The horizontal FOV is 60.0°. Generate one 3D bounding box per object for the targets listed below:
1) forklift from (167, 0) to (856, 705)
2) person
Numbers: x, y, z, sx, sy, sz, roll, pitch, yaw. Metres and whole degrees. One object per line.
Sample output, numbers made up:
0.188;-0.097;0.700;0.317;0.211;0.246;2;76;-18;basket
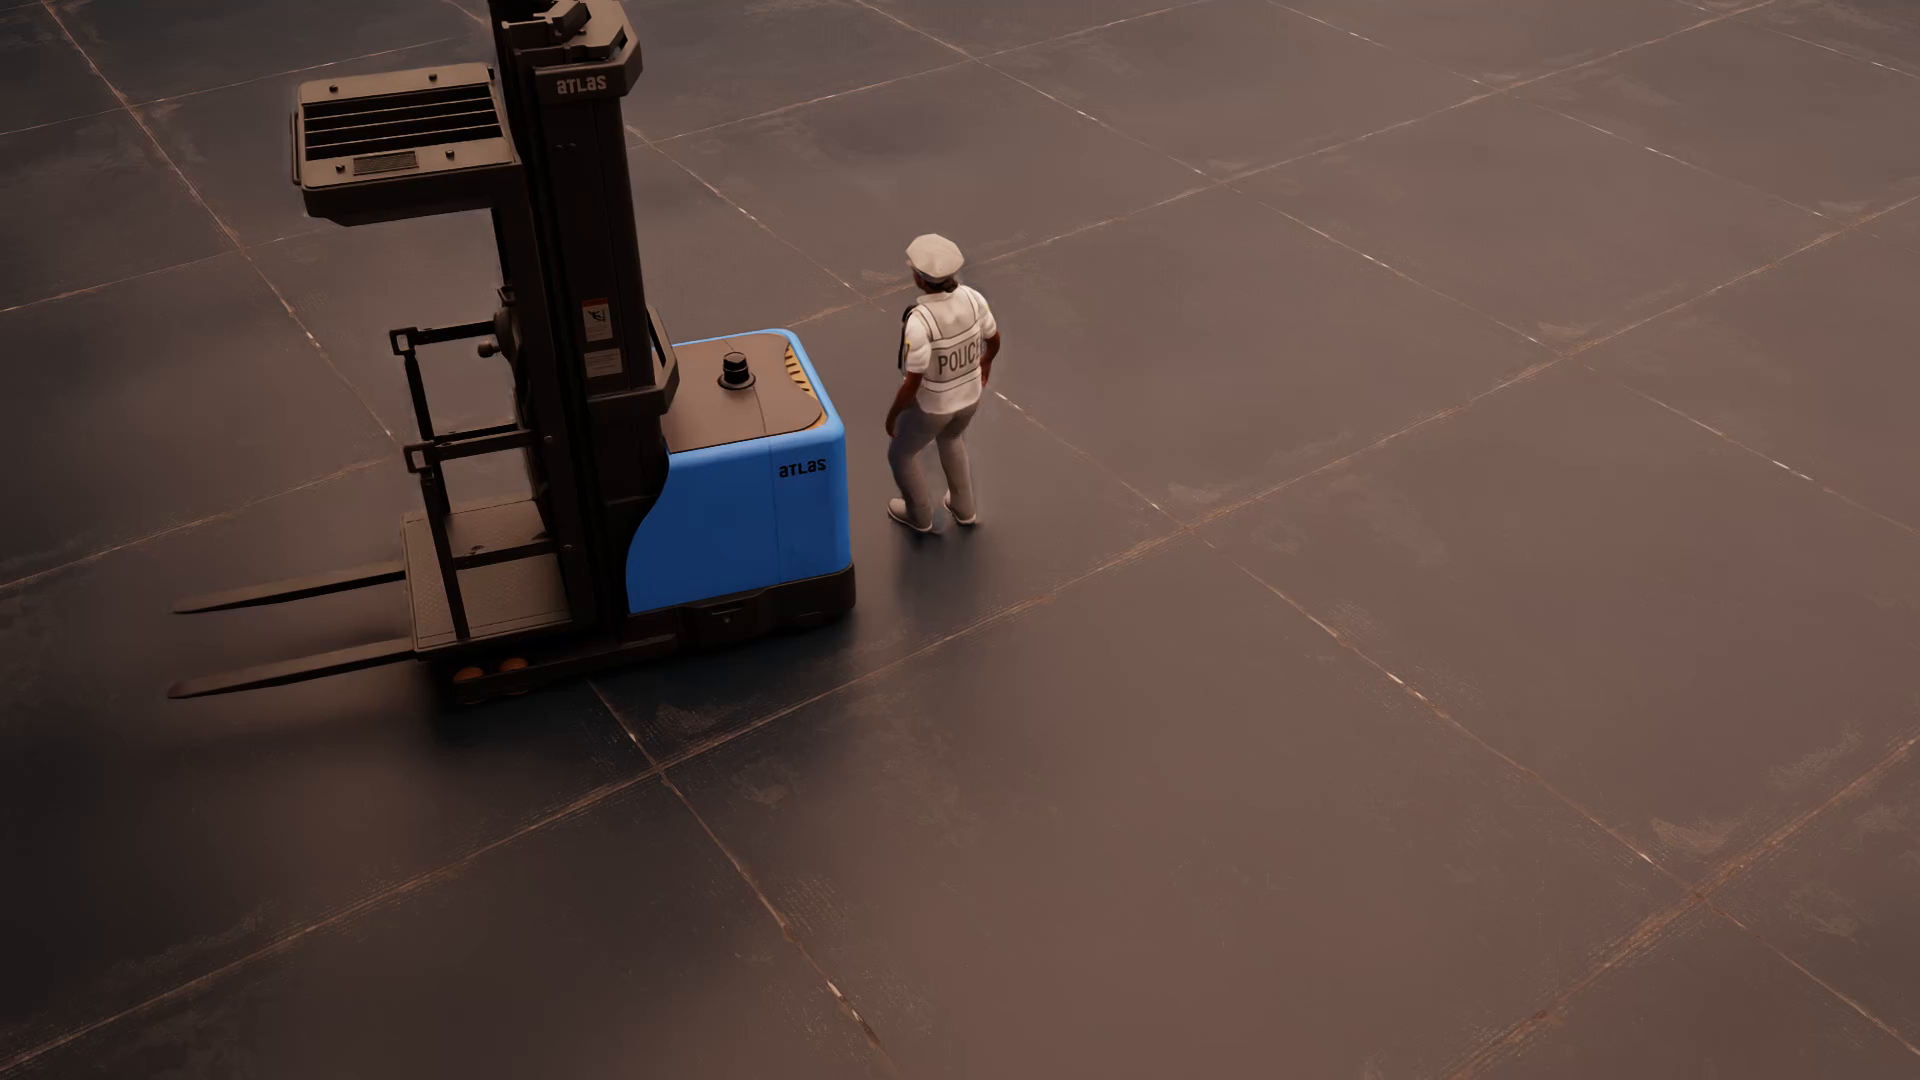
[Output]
-2.069;-0.800;7.026;3.031;2.935;1.130;-11;38;-15;forklift
-0.141;-0.734;8.026;0.672;1.657;0.521;-27;44;-31;person
